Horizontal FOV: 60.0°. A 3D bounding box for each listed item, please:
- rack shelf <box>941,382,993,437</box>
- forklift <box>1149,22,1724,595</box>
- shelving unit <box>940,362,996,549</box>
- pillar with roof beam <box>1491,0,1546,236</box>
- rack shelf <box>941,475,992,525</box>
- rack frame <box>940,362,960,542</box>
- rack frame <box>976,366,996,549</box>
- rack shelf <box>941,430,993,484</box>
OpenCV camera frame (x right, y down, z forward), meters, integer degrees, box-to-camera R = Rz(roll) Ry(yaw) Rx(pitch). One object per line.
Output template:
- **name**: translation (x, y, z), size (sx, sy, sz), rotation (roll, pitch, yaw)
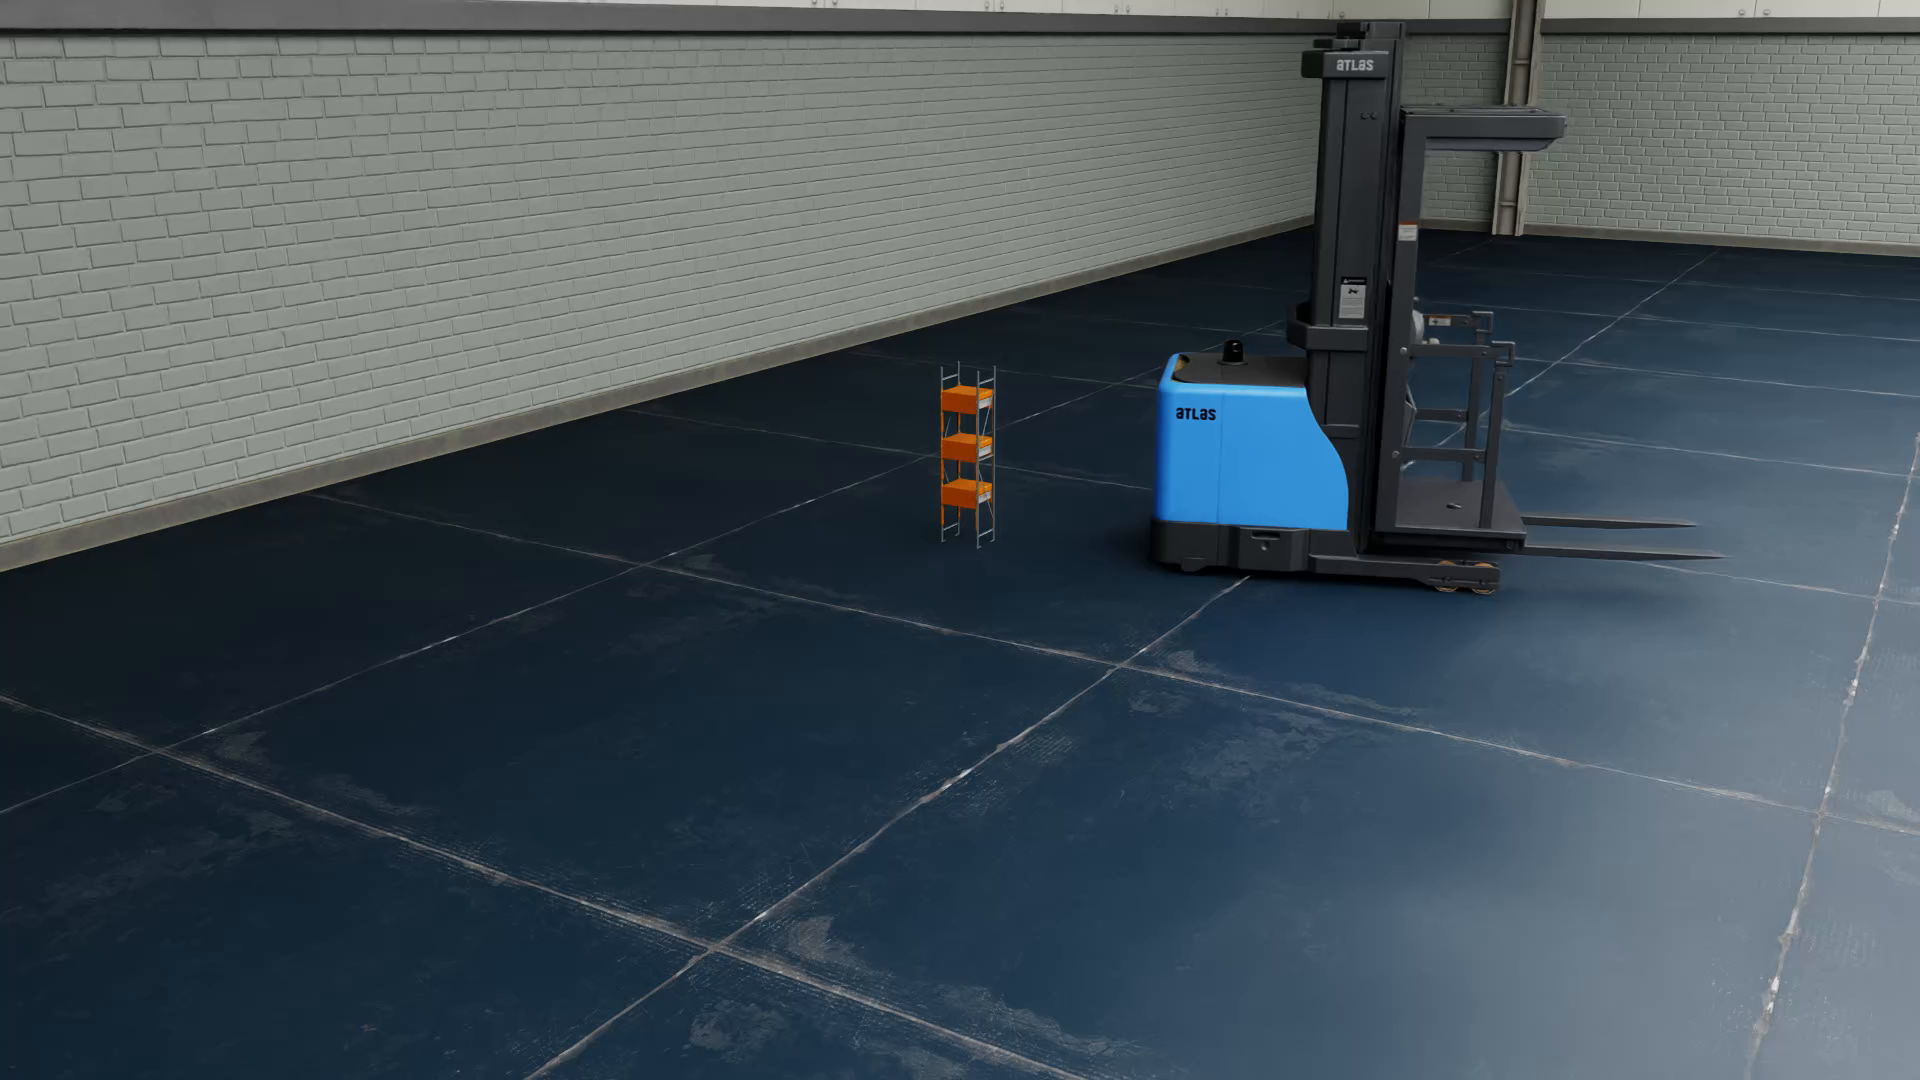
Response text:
- **rack shelf**: translation (0.046, -0.756, 9.622), size (0.240, 0.259, 0.215), rotation (10, 20, 30)
- **forklift**: translation (2.629, -1.278, 9.046), size (3.031, 2.935, 1.130), rotation (3, 17, 10)
- **shelving unit**: translation (0.046, -0.494, 9.702), size (0.252, 1.050, 0.215), rotation (10, 20, 30)
- **pillar with roof beam**: translation (5.993, -7.848, 20.234), size (0.400, 9.000, 9.100), rotation (10, 20, 30)
- **rack shelf**: translation (0.046, -0.218, 9.786), size (0.240, 0.259, 0.215), rotation (10, 20, 30)
- **rack frame**: translation (-0.058, -0.513, 9.763), size (0.008, 1.050, 0.200), rotation (10, 20, 30)
- **rack frame**: translation (0.150, -0.476, 9.641), size (0.008, 1.050, 0.200), rotation (10, 20, 30)
- **rack shelf**: translation (0.046, -0.484, 9.705), size (0.240, 0.259, 0.215), rotation (10, 20, 30)
